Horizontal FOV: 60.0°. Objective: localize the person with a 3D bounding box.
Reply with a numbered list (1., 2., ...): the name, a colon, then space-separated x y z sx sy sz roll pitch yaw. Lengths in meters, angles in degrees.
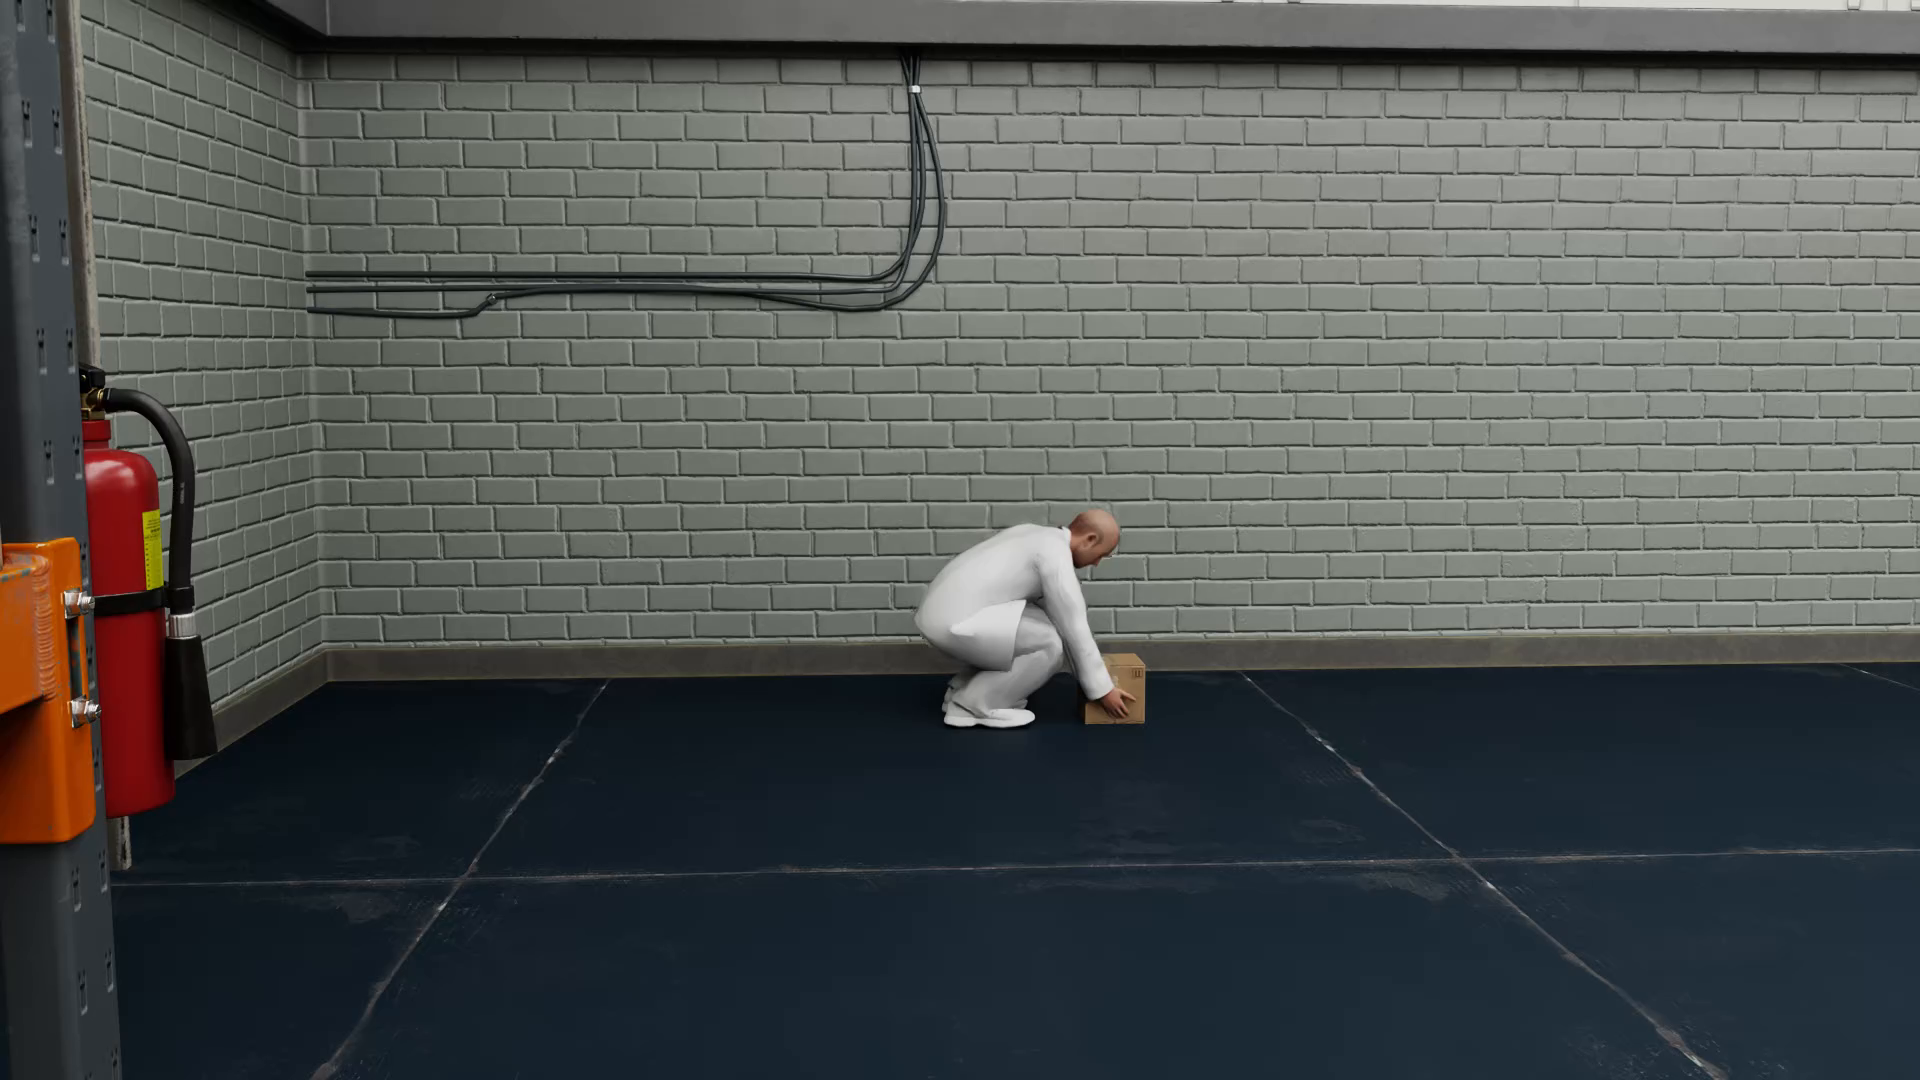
1. person: 0.265 0.331 6.960 0.911 0.853 0.599 0 7 -4
